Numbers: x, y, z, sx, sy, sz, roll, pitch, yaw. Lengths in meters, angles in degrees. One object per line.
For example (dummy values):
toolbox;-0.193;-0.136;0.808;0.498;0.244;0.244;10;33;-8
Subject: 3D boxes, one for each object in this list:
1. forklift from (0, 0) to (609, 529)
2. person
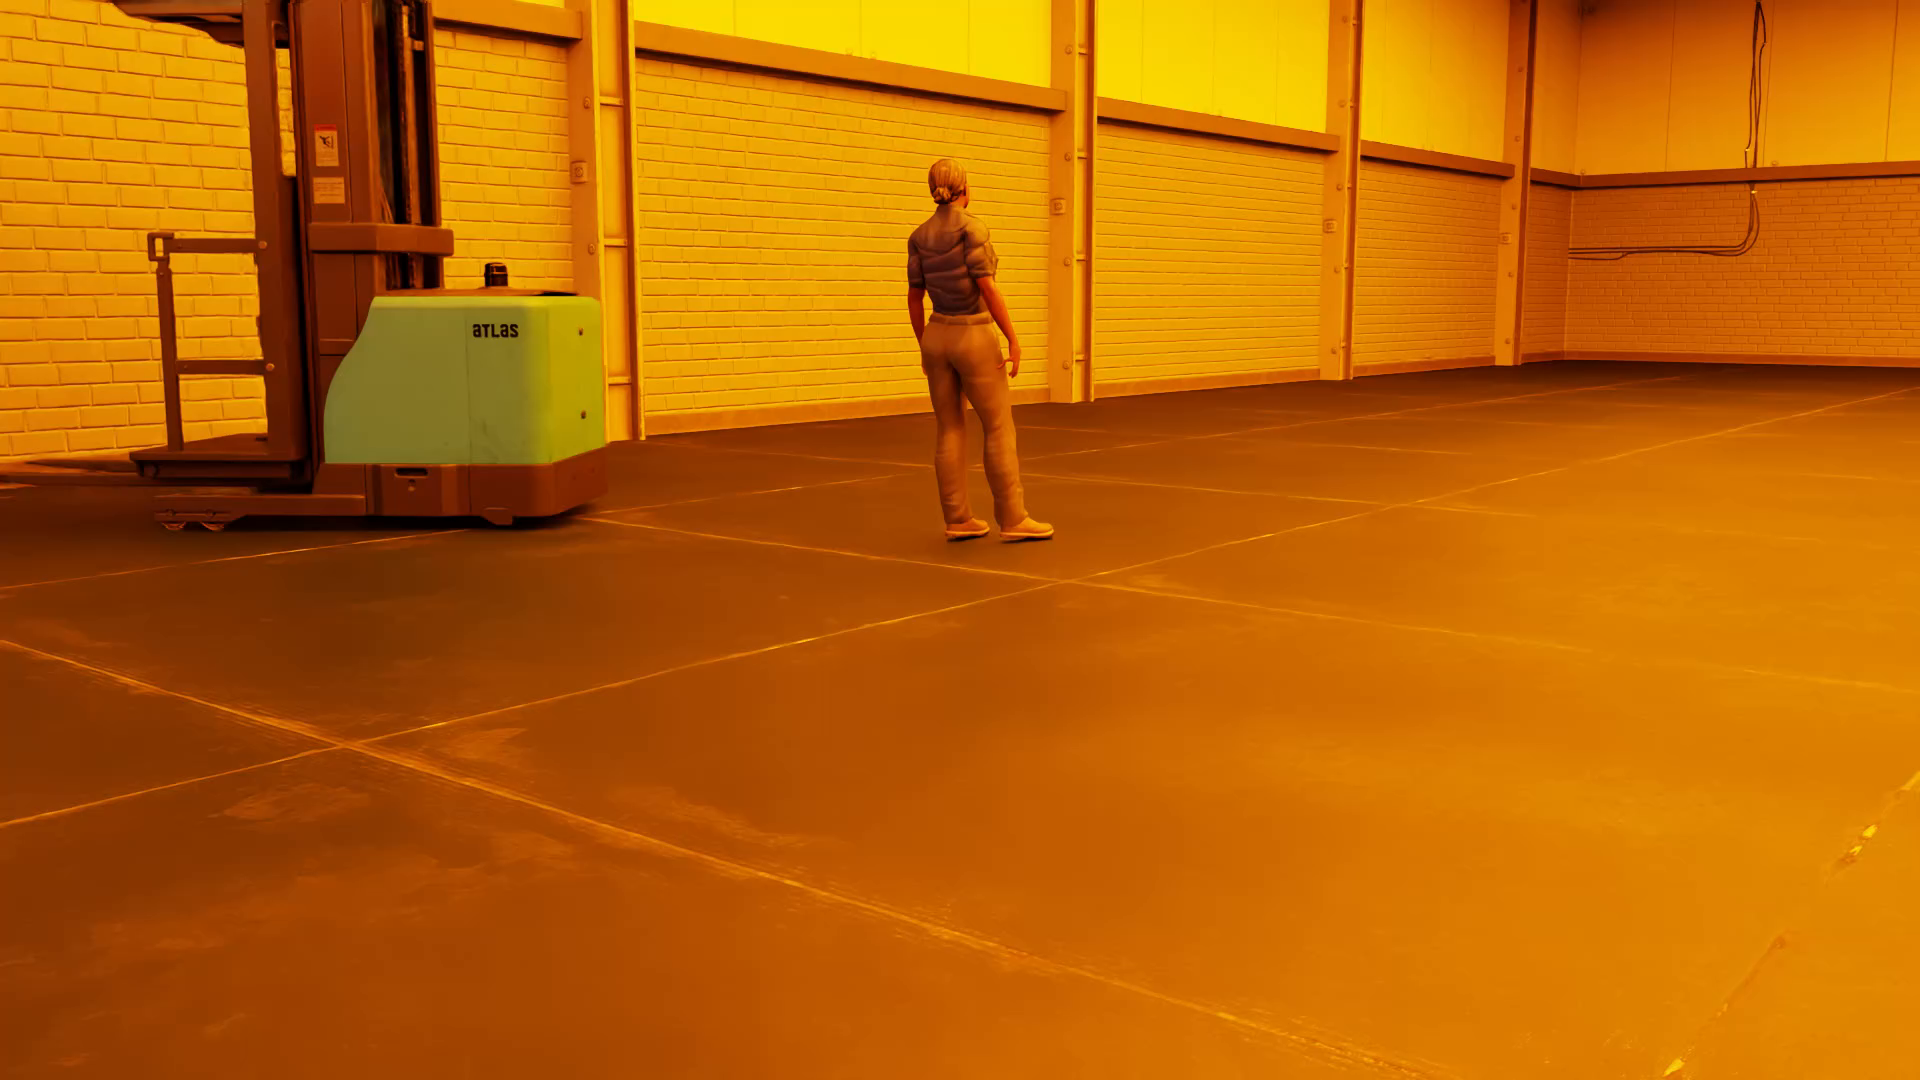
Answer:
forklift;-3.349;-1.575;8.048;3.031;2.935;1.130;1;8;4
person;0.071;-0.834;7.339;0.569;1.654;0.504;7;11;38
